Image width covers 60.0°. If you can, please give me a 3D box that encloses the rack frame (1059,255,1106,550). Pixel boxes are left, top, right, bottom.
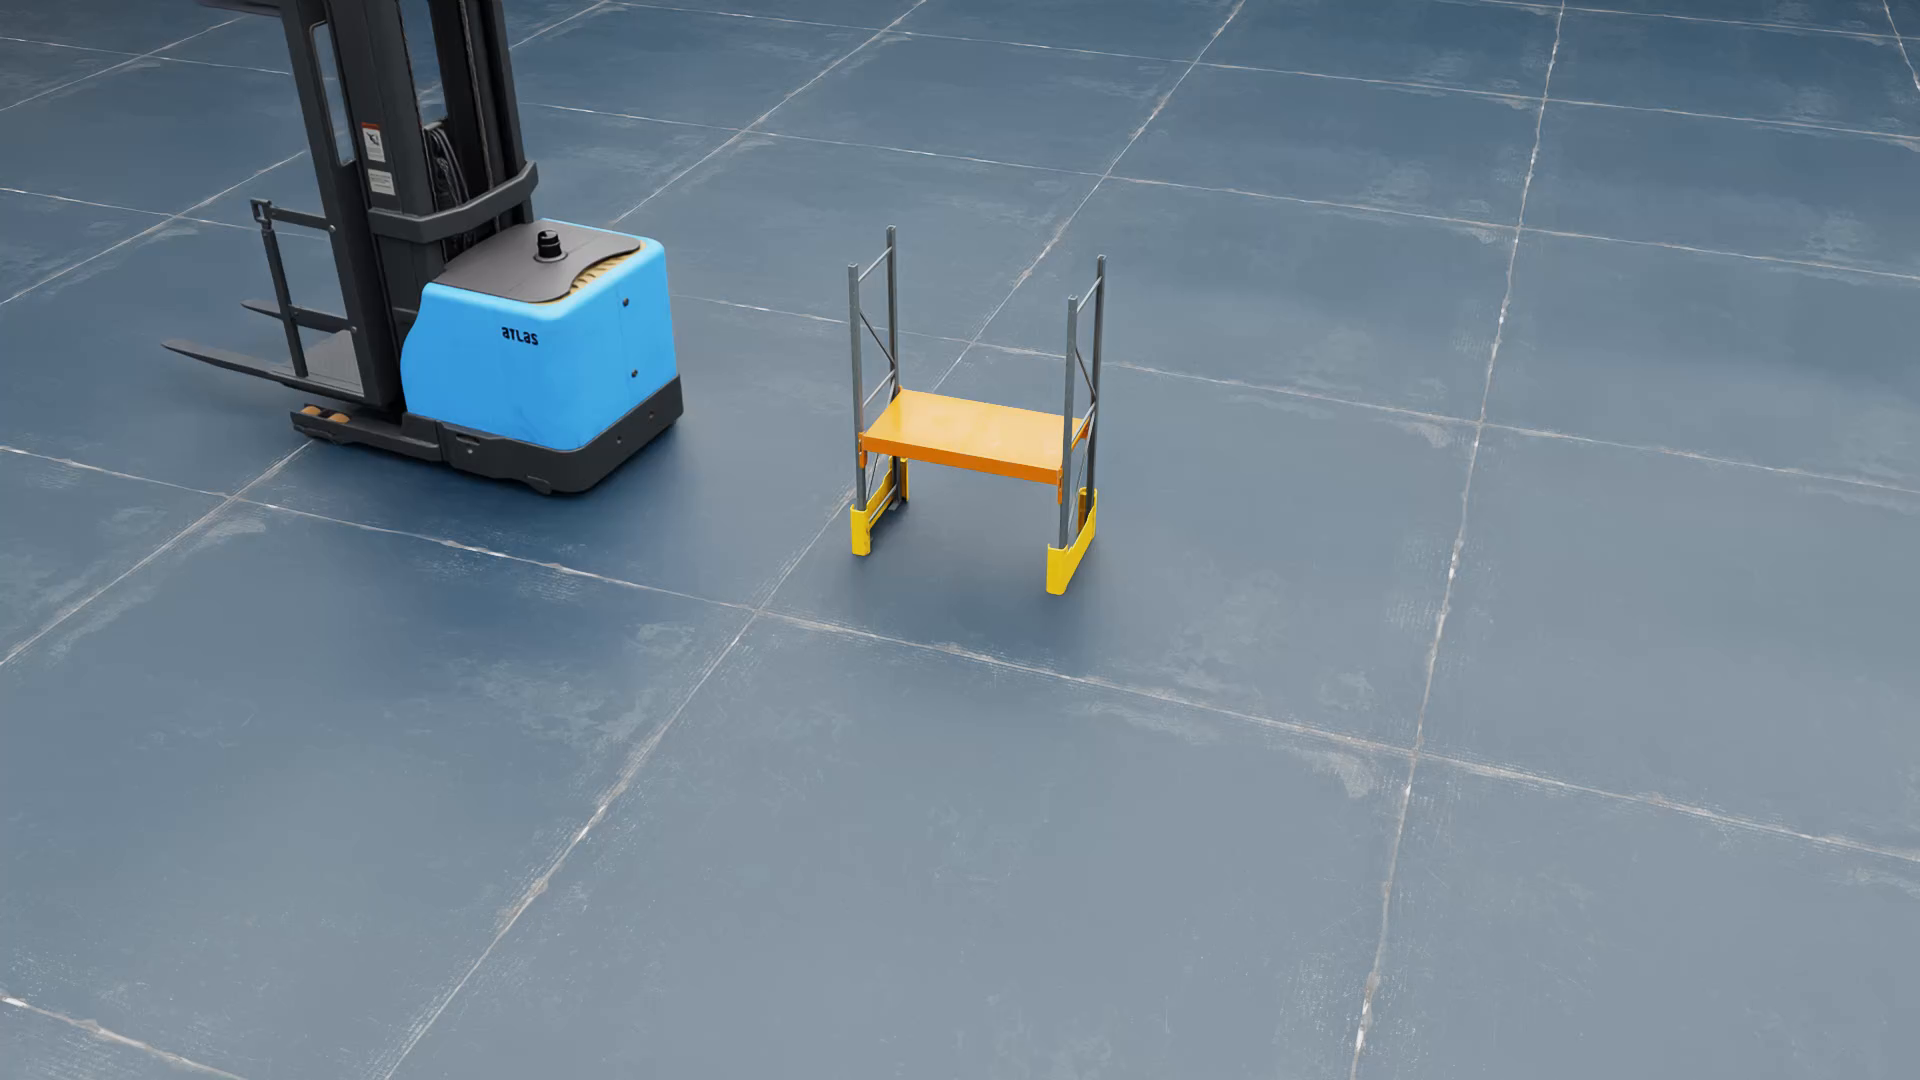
[{"bbox_3d":[0.559,-0.521,7.675,0.032,1.500,0.500,11,34,16],"label":"rack frame"}]

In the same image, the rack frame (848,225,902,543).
[{"bbox_3d":[-0.398,-0.707,7.963,0.032,1.500,0.500,11,34,16],"label":"rack frame"}]

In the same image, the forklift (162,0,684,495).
[{"bbox_3d":[-3.092,-1.995,8.638,3.031,2.935,1.130,14,35,21],"label":"forklift"}]

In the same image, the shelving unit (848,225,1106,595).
[{"bbox_3d":[0.072,-0.616,7.822,1.083,1.500,0.587,11,34,16],"label":"shelving unit"}]

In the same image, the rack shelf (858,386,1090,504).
[{"bbox_3d":[0.080,-0.463,7.917,1.000,0.185,0.538,11,34,16],"label":"rack shelf"}]

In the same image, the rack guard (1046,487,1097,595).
[{"bbox_3d":[0.541,0.000,8.019,0.087,0.250,0.587,11,34,16],"label":"rack guard"}]

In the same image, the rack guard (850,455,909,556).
[{"bbox_3d":[-0.397,-0.182,8.302,0.087,0.250,0.587,11,34,16],"label":"rack guard"}]
